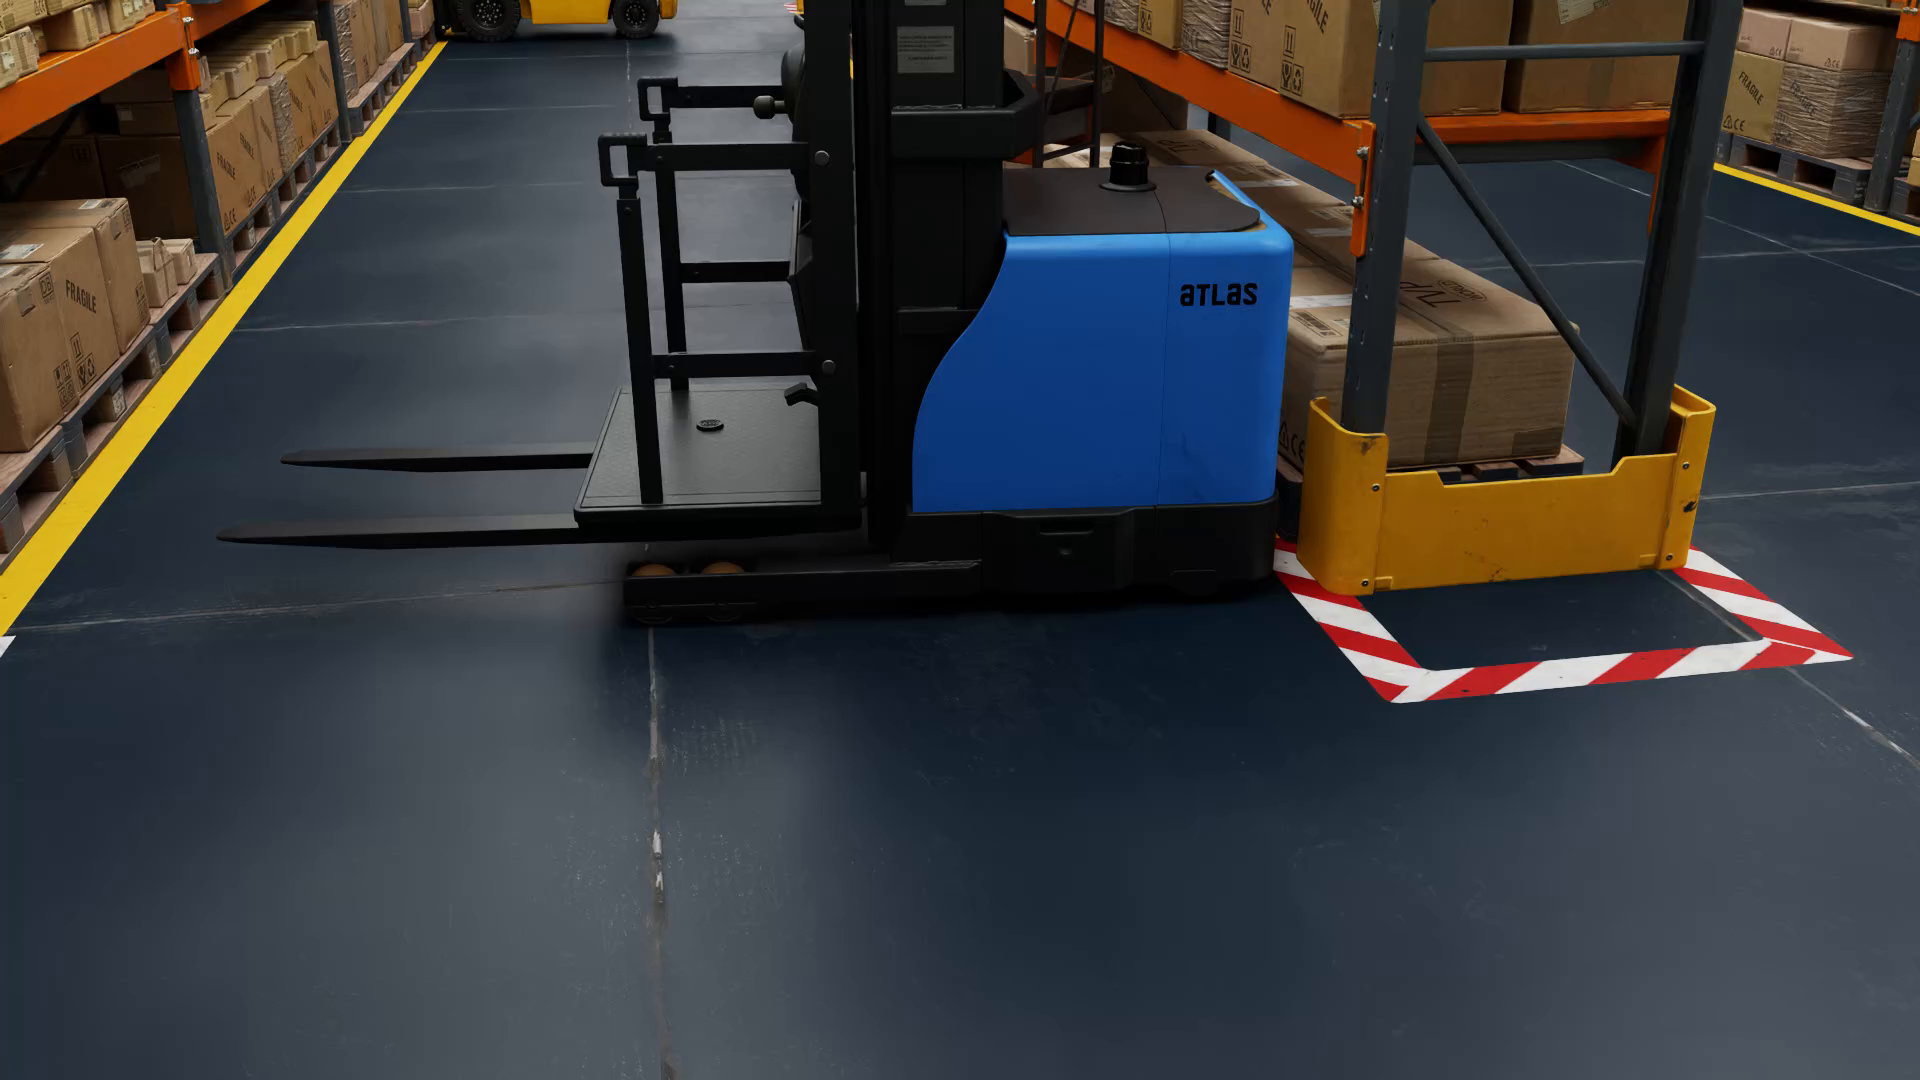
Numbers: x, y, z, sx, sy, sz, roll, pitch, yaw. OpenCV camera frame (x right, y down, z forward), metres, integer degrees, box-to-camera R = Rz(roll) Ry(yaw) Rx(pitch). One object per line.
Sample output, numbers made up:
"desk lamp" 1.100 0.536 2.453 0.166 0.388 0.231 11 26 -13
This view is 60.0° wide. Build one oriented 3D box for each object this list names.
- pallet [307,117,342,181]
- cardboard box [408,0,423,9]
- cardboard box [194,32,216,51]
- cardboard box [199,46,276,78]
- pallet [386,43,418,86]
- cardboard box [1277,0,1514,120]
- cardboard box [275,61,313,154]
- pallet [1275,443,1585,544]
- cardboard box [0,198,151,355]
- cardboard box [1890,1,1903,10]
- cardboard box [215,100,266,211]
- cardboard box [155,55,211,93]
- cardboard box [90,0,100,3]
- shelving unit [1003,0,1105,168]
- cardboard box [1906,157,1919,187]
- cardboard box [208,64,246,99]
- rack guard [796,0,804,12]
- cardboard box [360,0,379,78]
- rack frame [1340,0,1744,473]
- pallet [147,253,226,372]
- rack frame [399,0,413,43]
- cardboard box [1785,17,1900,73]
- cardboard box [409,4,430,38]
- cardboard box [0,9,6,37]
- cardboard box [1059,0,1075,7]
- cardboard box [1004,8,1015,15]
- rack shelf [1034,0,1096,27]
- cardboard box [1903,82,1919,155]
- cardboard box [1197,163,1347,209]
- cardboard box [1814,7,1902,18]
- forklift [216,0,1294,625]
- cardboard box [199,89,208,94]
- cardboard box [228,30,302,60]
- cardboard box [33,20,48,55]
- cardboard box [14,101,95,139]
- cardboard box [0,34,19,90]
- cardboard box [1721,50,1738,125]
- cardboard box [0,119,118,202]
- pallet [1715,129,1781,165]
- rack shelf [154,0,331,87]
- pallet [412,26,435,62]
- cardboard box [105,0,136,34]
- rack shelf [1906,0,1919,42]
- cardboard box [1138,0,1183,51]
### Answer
"pallet" -4.628 -2.529 10.778 1.003 0.211 1.213 -4 24 -10
"cardboard box" -5.255 -5.052 15.355 0.500 0.250 0.500 -4 24 -10
"cardboard box" -4.792 -3.021 10.208 0.380 0.149 0.250 -4 24 -9
"cardboard box" -4.171 -2.749 9.584 0.380 0.149 0.250 -5 24 -12
"pallet" -5.294 -4.112 14.402 1.003 0.211 1.213 -4 24 -10
"cardboard box" 1.278 -1.542 4.908 0.500 0.500 0.500 -4 24 -9
"cardboard box" -4.258 -2.597 10.047 0.500 0.500 0.500 -3 24 -7
"pallet" 1.403 -0.357 5.803 1.003 0.211 1.213 -4 24 -10
"cardboard box" -3.582 -0.999 6.388 0.700 0.500 0.500 -5 24 -12
"cardboard box" 9.413 -5.183 15.944 0.700 0.500 0.500 -6 24 -14
"cardboard box" -3.966 -1.993 8.664 0.500 0.500 0.500 -5 24 -10
"cardboard box" -3.890 -2.270 8.117 0.380 0.149 0.250 -5 24 -12
"cardboard box" -3.549 -2.220 6.401 0.500 0.250 0.500 -4 24 -10
"shelving unit" 0.167 -1.371 5.765 0.503 2.100 0.431 16 28 32
"cardboard box" 5.485 -2.024 9.175 0.380 0.149 0.250 -5 24 -12
"cardboard box" -4.054 -2.447 8.892 0.380 0.149 0.250 -4 24 -10
"rack guard" -1.317 -6.444 19.380 1.175 0.500 0.348 -4 24 -10
"cardboard box" -5.085 -3.976 13.047 0.875 0.625 0.625 -5 24 -12
"rack frame" 1.627 -1.326 4.538 1.000 3.000 0.127 -4 24 -10
"pallet" -3.864 -0.982 7.236 1.003 0.211 1.213 -4 24 -10
"rack frame" -5.469 -5.677 14.501 1.000 3.000 0.127 -4 24 -10
"cardboard box" 5.347 -2.970 9.965 0.500 0.250 0.500 -5 24 -11
"cardboard box" -5.233 -4.824 15.459 0.500 0.250 0.500 -4 24 -9
"cardboard box" -3.260 -1.621 5.028 0.500 0.250 0.500 -5 24 -11
"cardboard box" 0.717 -2.741 7.654 0.500 0.500 0.500 -4 24 -8
"cardboard box" 0.520 -2.711 9.839 0.875 0.875 0.875 -4 24 -8
"rack shelf" 0.167 -2.000 5.491 0.480 0.518 0.431 16 28 32
"cardboard box" 5.858 -2.663 10.197 0.500 0.500 0.500 -3 24 -8
"cardboard box" 1.064 -1.311 7.180 0.875 0.438 0.875 -5 24 -11
"cardboard box" 5.756 -3.215 10.526 0.500 0.250 0.500 -4 24 -8
"forklift" -0.623 -1.324 4.620 3.031 2.935 1.130 -2 24 -4
"cardboard box" -3.922 -2.139 8.187 0.380 0.149 0.250 -5 24 -11
"cardboard box" -4.303 -3.061 10.298 0.380 0.149 0.250 -5 24 -12
"cardboard box" -3.507 -1.794 5.924 0.380 0.149 0.250 -4 24 -9
"cardboard box" -4.341 -1.998 7.865 0.380 0.149 0.250 -5 24 -12
"cardboard box" -3.231 -1.502 5.255 0.380 0.149 0.250 -5 24 -11
"cardboard box" 5.164 -3.029 11.035 0.500 0.500 0.500 -5 24 -11
"cardboard box" -4.371 -1.749 8.104 0.500 0.500 0.500 -4 24 -10
"pallet" 5.359 -2.815 11.431 1.003 0.211 1.213 -4 24 -10
"rack shelf" -4.360 -2.987 9.241 1.077 0.370 4.000 -4 24 -10
"pallet" -5.575 -4.715 15.782 1.003 0.211 1.213 -4 24 -10
"cardboard box" -3.541 -2.107 6.641 0.380 0.149 0.250 -4 24 -8
"rack shelf" 6.104 -2.189 7.413 1.077 0.370 4.000 -4 24 -10
"cardboard box" 0.987 -2.144 6.287 0.500 0.500 0.500 -4 24 -8
